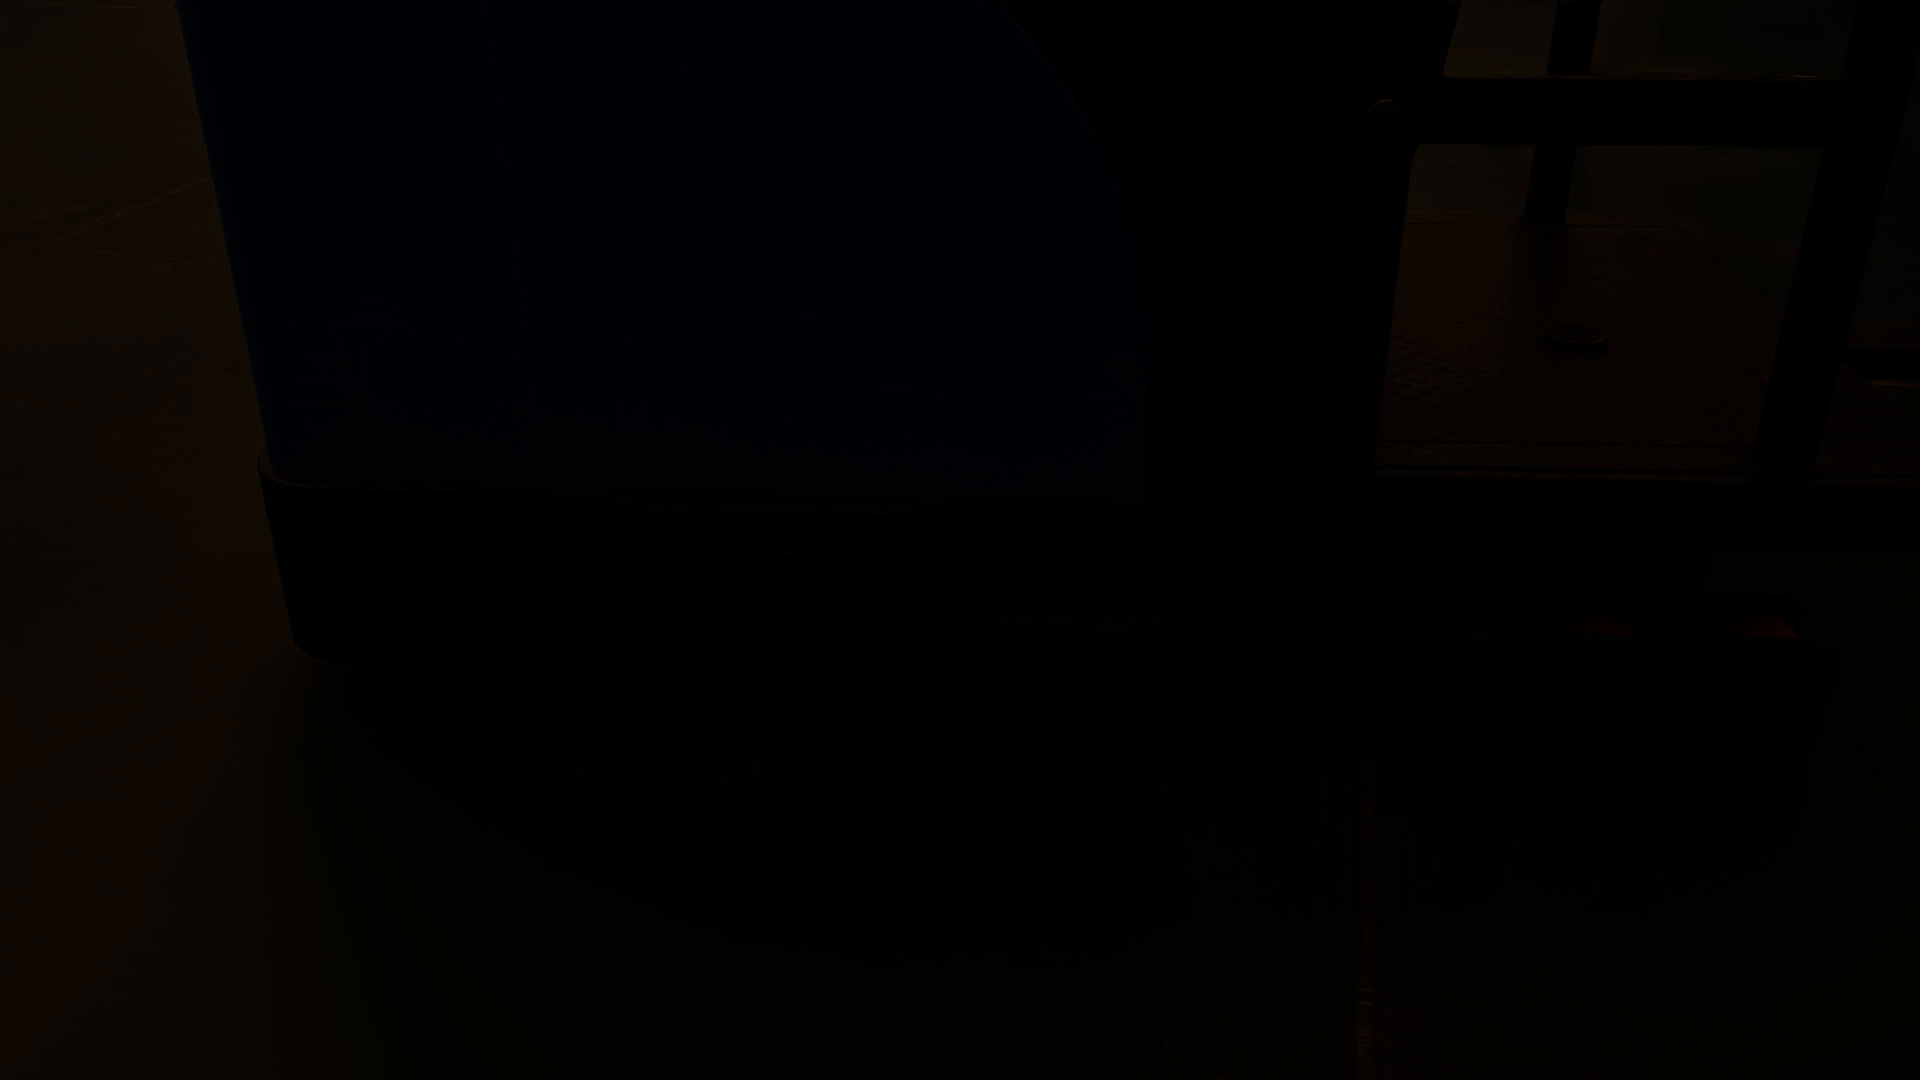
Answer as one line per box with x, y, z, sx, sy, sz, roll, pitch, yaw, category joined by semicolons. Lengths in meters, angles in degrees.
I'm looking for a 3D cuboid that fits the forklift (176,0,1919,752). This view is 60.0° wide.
0.682;-1.301;1.824;3.031;2.935;1.130;1;27;2;forklift
